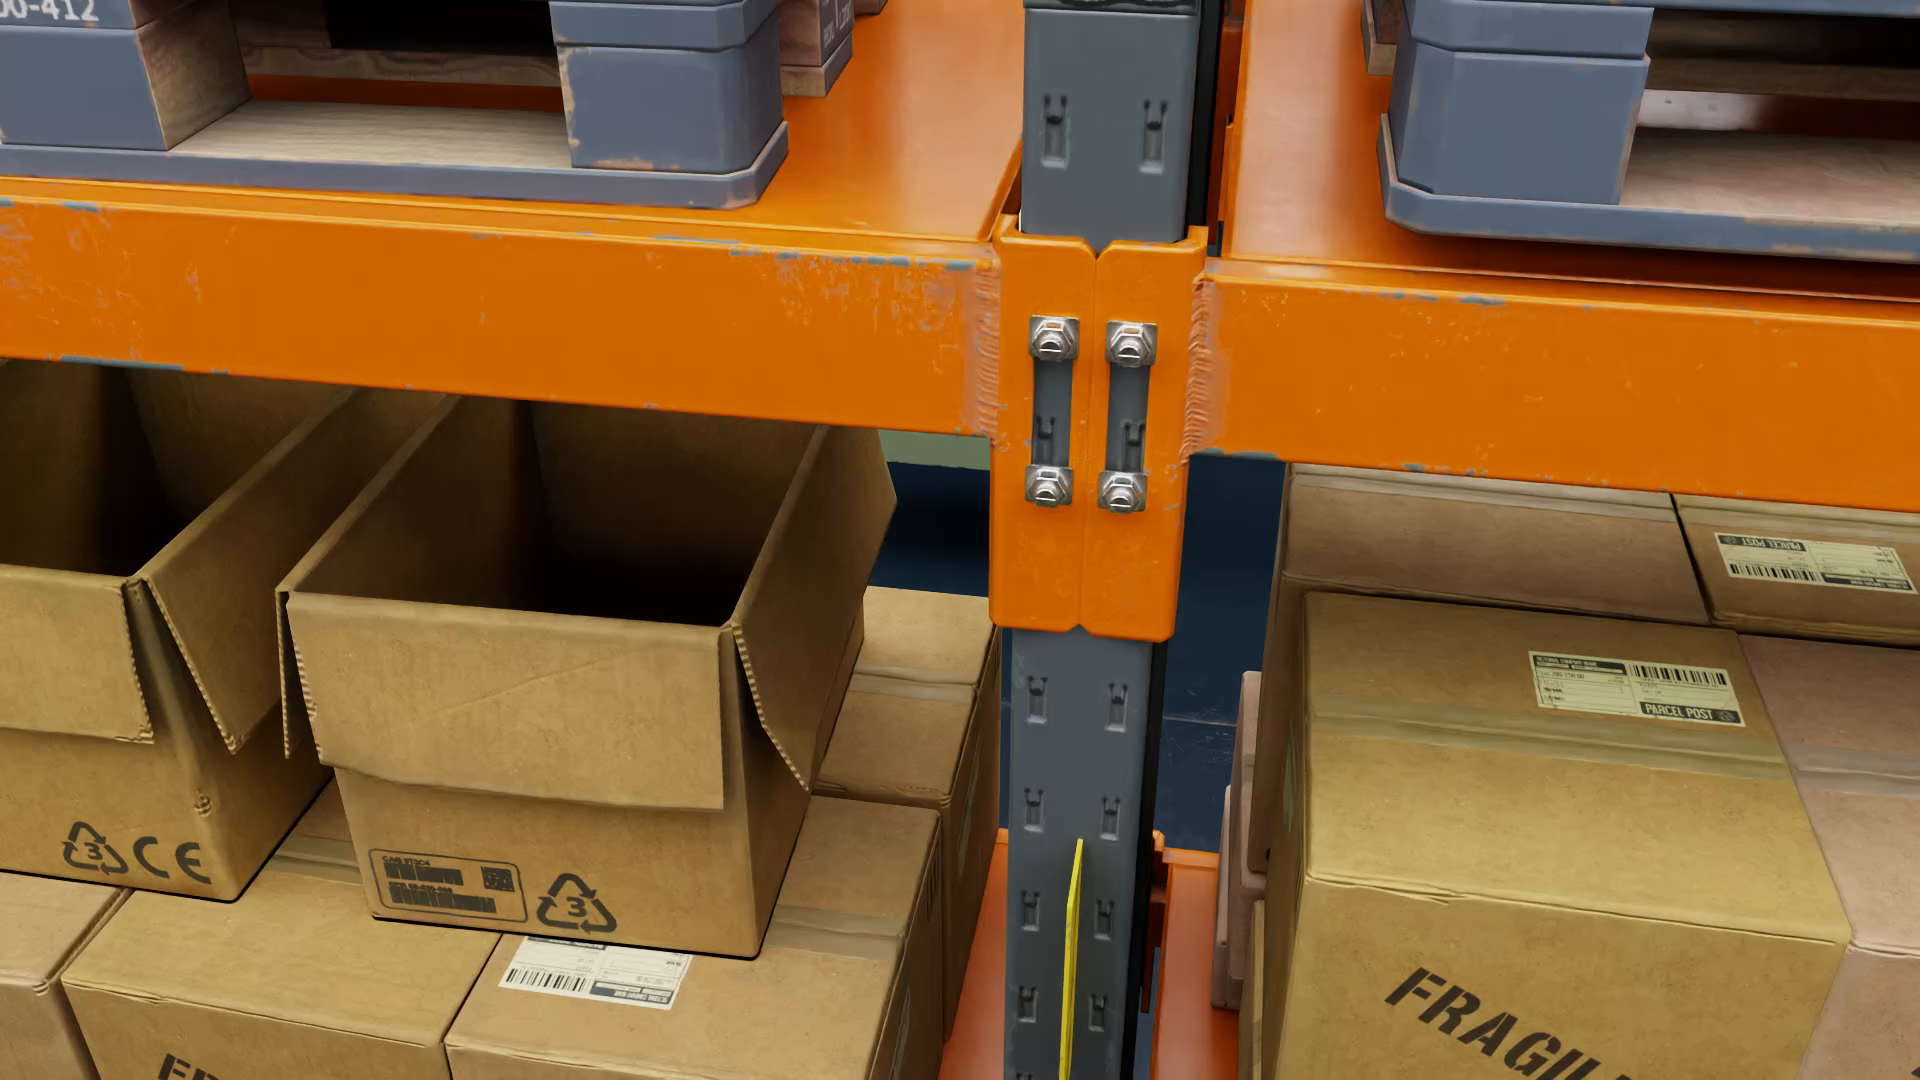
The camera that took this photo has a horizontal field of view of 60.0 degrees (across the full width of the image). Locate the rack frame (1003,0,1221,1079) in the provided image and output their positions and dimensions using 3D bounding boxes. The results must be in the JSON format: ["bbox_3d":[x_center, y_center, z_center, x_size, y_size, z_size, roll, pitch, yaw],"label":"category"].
[{"bbox_3d":[0.193,0.626,2.422,0.127,3.000,1.000,5,32,8],"label":"rack frame"}]

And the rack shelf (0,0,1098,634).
[{"bbox_3d":[-1.779,-0.519,2.103,4.000,0.370,1.077,5,32,8],"label":"rack shelf"}]

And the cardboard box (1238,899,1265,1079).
[{"bbox_3d":[0.612,0.743,2.097,0.500,0.250,0.500,5,32,7],"label":"cardboard box"}]

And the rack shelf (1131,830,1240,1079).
[{"bbox_3d":[2.164,1.110,2.328,4.000,0.370,1.077,5,32,8],"label":"rack shelf"}]

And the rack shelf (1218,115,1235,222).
[{"bbox_3d":[2.997,-1.481,6.467,4.000,0.370,1.077,5,32,8],"label":"rack shelf"}]

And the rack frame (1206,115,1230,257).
[{"bbox_3d":[1.026,-1.964,6.561,0.127,3.000,1.000,5,32,8],"label":"rack frame"}]

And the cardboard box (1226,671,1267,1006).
[{"bbox_3d":[0.672,0.466,2.540,0.500,0.250,0.500,5,32,7],"label":"cardboard box"}]

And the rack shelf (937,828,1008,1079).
[{"bbox_3d":[-1.779,0.753,2.899,4.000,0.370,1.077,5,32,8],"label":"rack shelf"}]

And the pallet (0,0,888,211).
[{"bbox_3d":[-0.719,-0.620,1.767,1.217,0.209,0.805,4,32,6],"label":"pallet"}]

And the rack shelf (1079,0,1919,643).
[{"bbox_3d":[2.164,-0.162,1.532,4.000,0.370,1.077,5,32,8],"label":"rack shelf"}]

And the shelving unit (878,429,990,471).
[{"bbox_3d":[-0.007,-0.636,5.853,0.755,1.500,0.431,5,32,8],"label":"shelving unit"}]

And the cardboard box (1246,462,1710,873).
[{"bbox_3d":[0.691,0.147,2.342,0.500,0.500,0.500,6,33,10],"label":"cardboard box"}]

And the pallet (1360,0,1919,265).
[{"bbox_3d":[0.997,-0.529,1.525,1.213,0.211,1.003,5,32,8],"label":"pallet"}]

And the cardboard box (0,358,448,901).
[{"bbox_3d":[-1.113,0.039,2.322,0.637,0.503,0.797,6,32,9],"label":"cardboard box"}]

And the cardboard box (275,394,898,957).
[{"bbox_3d":[-0.438,0.106,2.214,0.637,0.503,0.797,4,32,7],"label":"cardboard box"}]

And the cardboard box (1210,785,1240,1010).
[{"bbox_3d":[0.548,0.589,2.719,0.250,0.149,0.380,5,32,8],"label":"cardboard box"}]

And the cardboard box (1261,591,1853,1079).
[{"bbox_3d":[0.622,0.422,1.902,0.500,0.500,0.500,5,32,8],"label":"cardboard box"}]

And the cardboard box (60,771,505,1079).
[{"bbox_3d":[-0.801,0.637,2.311,0.500,0.500,0.500,6,33,10],"label":"cardboard box"}]

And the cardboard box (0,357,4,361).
[{"bbox_3d":[-1.728,-0.009,2.397,0.637,0.503,0.797,6,33,10],"label":"cardboard box"}]

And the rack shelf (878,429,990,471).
[{"bbox_3d":[-0.007,-0.360,6.026,0.720,0.370,0.431,5,32,8],"label":"rack shelf"}]

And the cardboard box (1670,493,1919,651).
[{"bbox_3d":[1.184,0.194,2.267,0.500,0.500,0.500,5,32,9],"label":"cardboard box"}]

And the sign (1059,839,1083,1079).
[{"bbox_3d":[0.111,0.454,1.681,0.005,0.325,0.100,5,32,8],"label":"sign"}]

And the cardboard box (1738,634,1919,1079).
[{"bbox_3d":[1.106,0.470,1.826,0.500,0.500,0.500,5,32,8],"label":"cardboard box"}]
